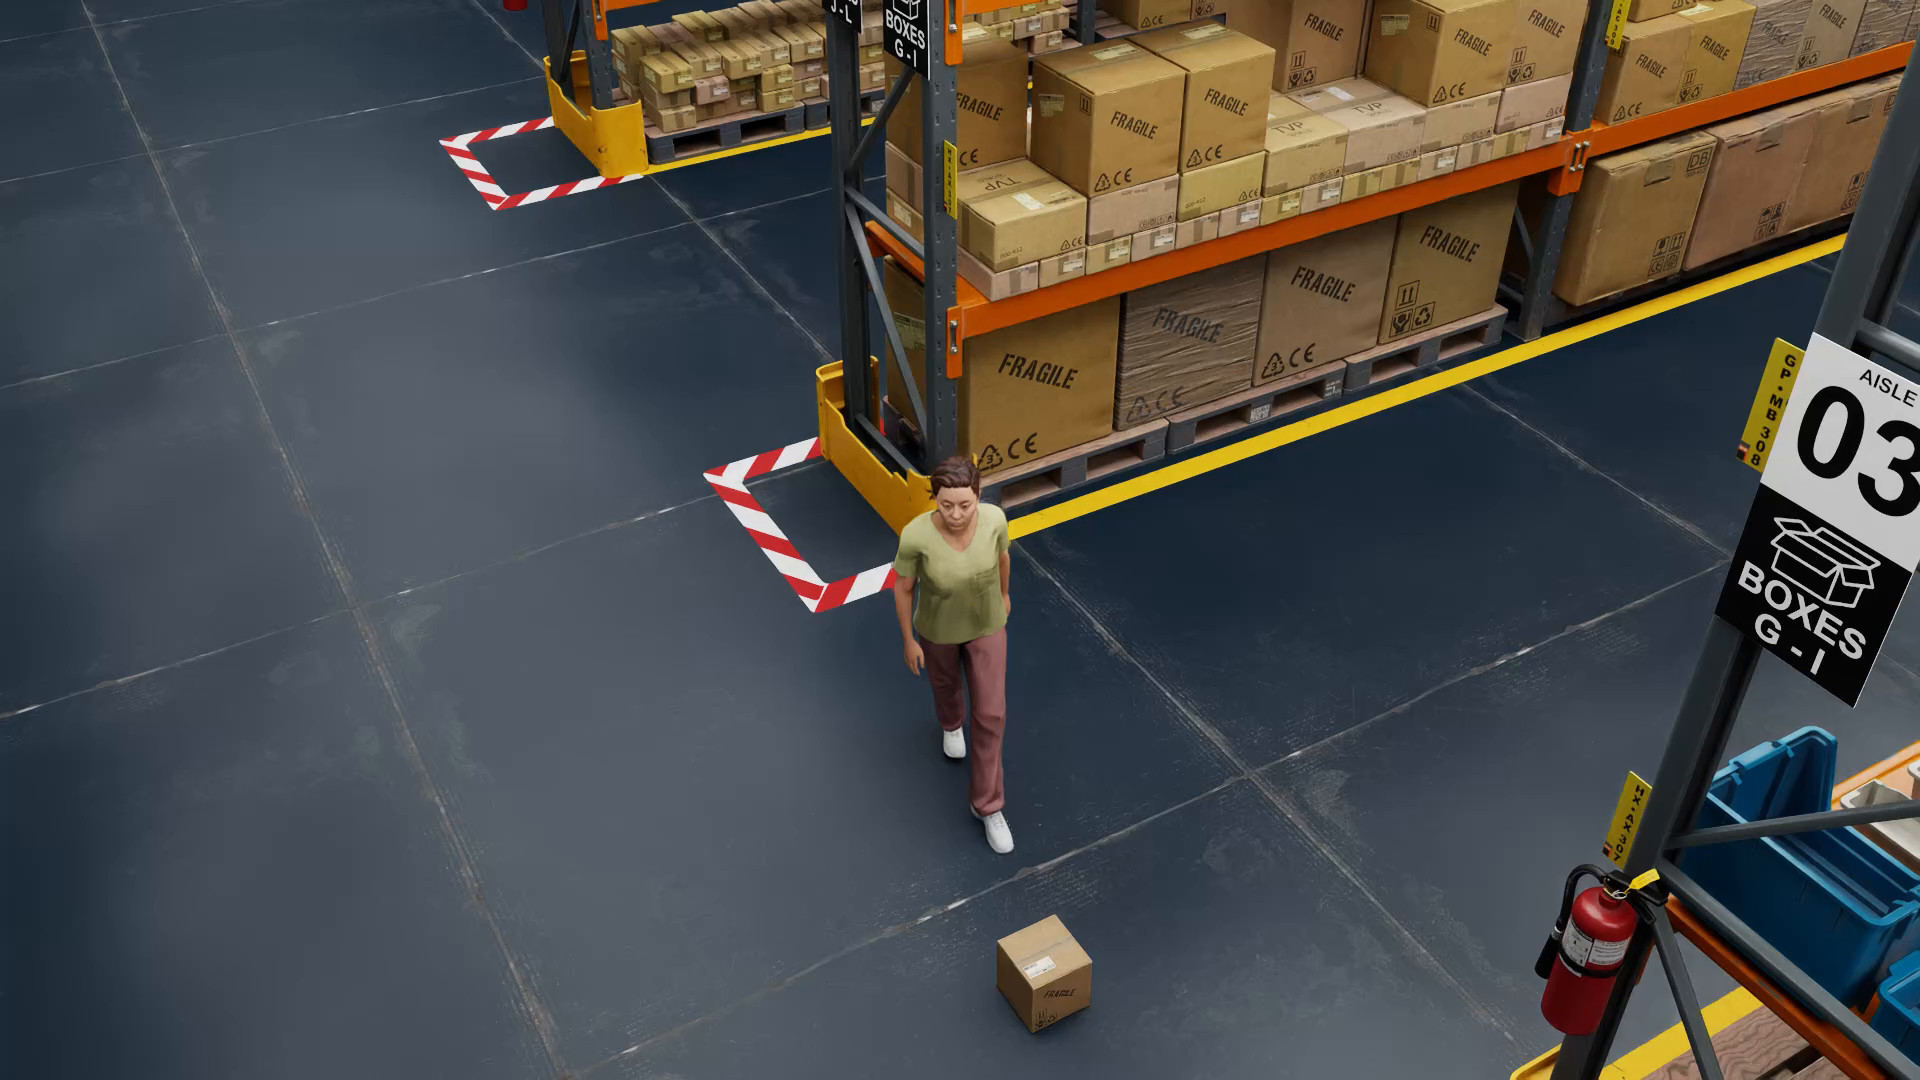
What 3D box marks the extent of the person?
[{"bbox_3d":[-0.015,0.363,6.442,0.469,1.642,0.832,-3,37,-4],"label":"person"}]
